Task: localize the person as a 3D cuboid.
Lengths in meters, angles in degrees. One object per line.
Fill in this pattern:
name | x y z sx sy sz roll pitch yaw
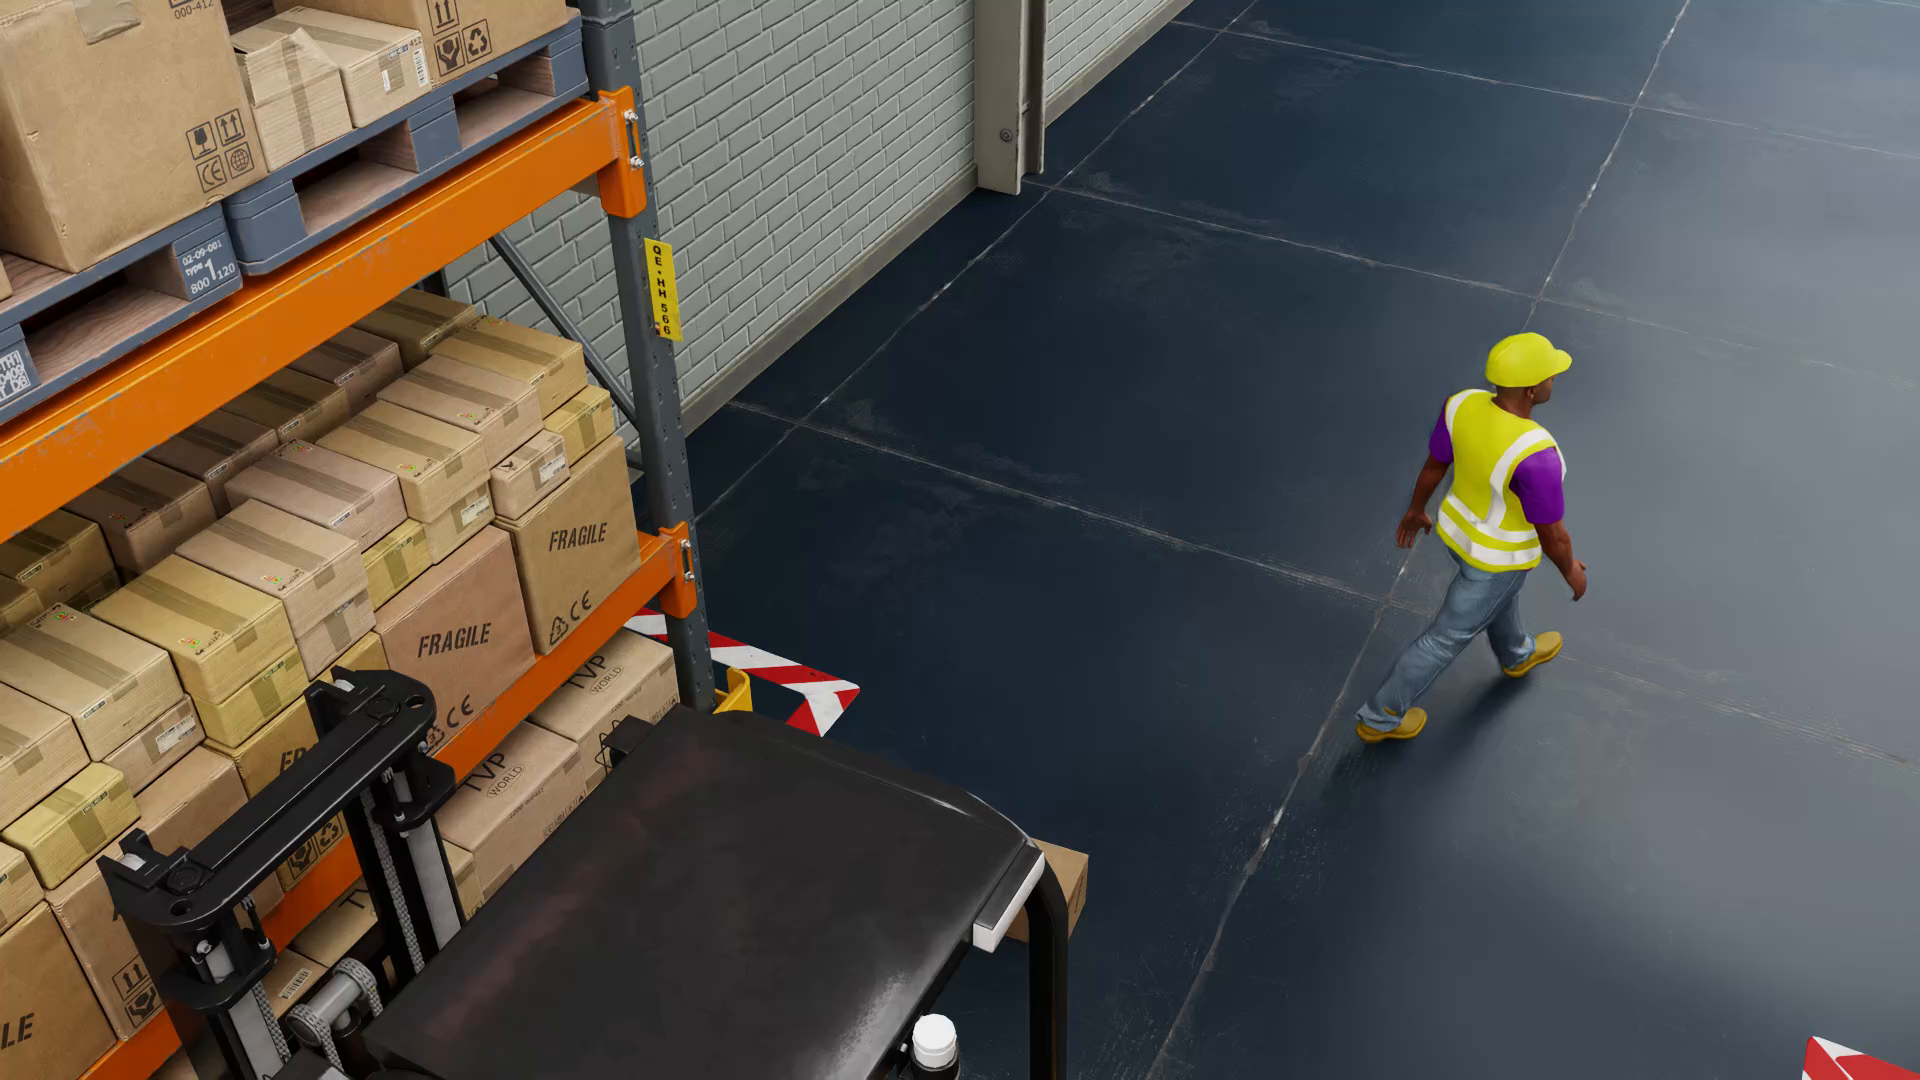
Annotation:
person | 2.025 -0.021 6.156 1.066 1.710 0.437 -10 39 -13
